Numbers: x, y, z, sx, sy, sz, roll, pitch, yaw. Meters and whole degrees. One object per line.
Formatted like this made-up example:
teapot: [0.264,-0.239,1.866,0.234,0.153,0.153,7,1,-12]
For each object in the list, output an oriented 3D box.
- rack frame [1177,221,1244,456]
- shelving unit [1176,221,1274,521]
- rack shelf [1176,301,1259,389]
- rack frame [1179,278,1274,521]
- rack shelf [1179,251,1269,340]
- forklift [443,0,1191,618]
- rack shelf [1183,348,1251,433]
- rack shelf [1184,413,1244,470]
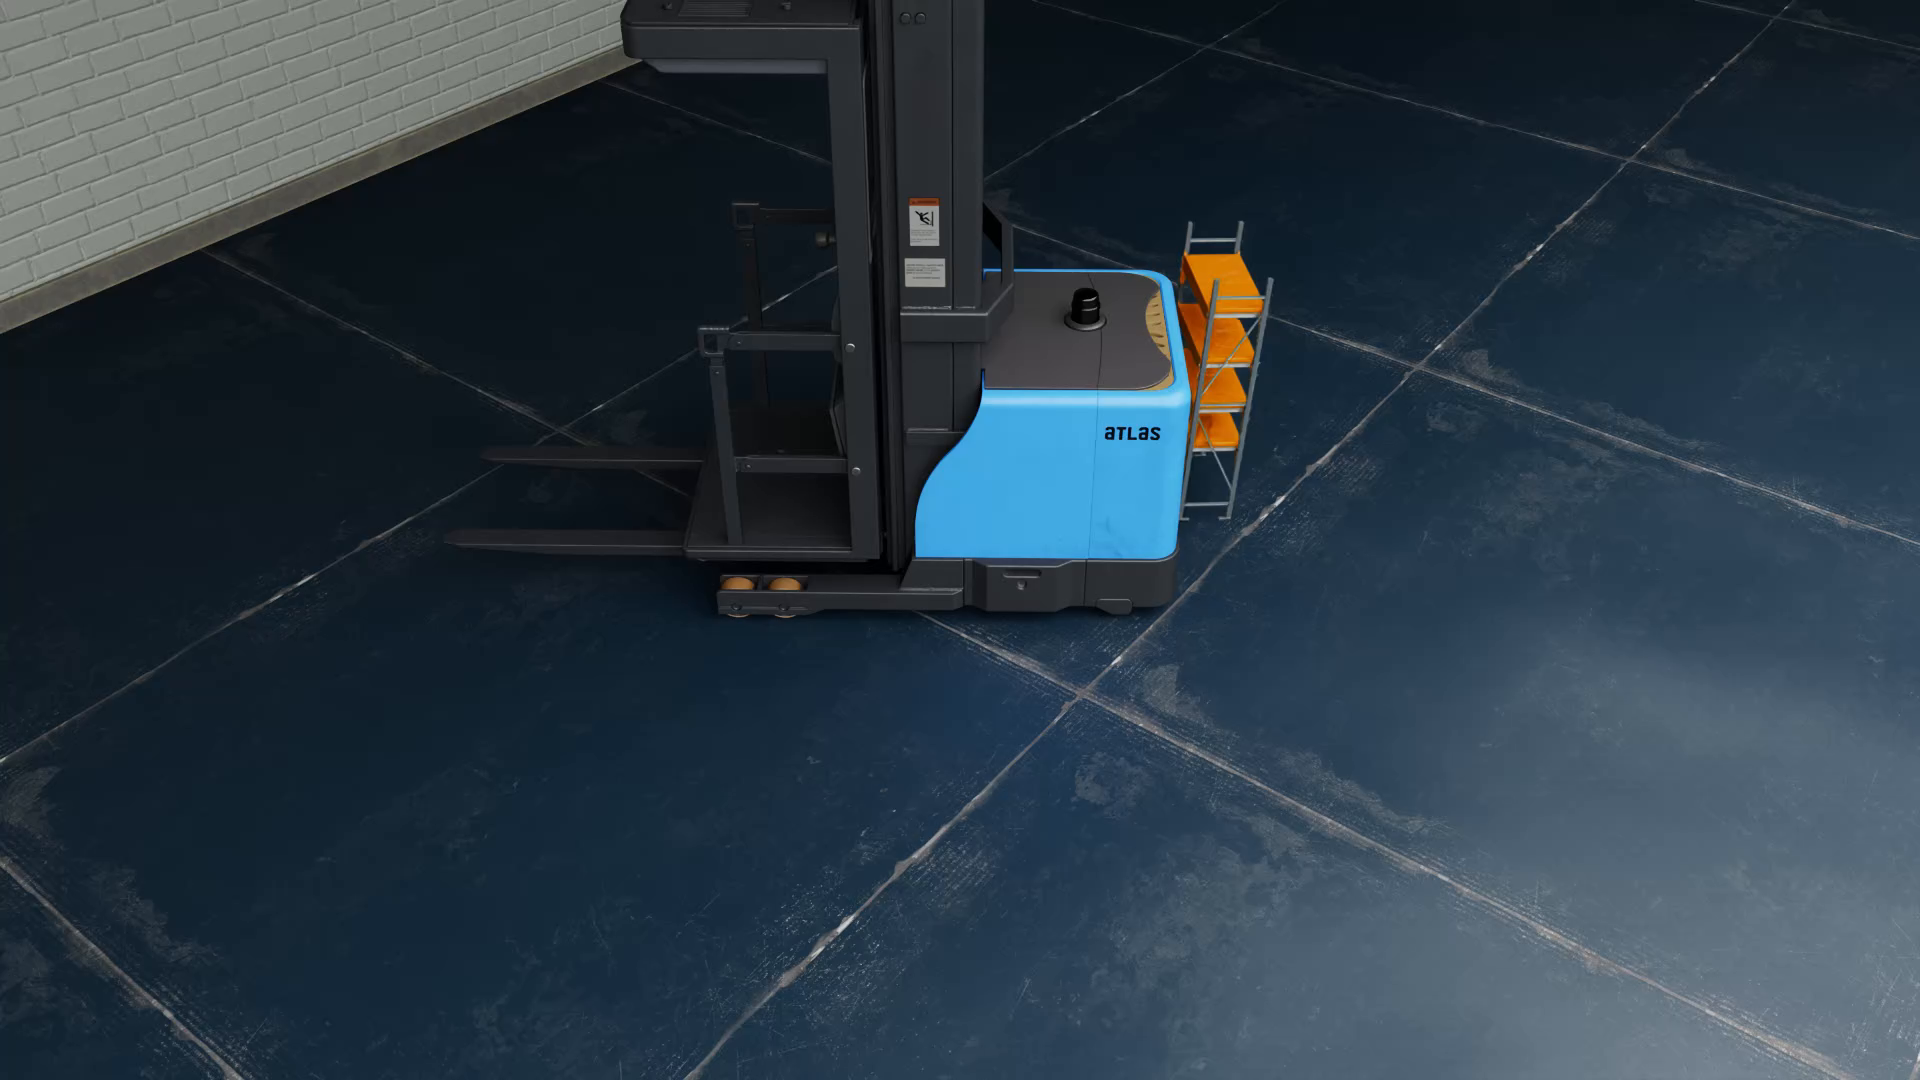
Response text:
rack frame: [1.051,-0.865,7.372,0.240,1.200,0.015,-2,38,-6]
shelving unit: [1.078,-0.715,7.181,0.258,1.200,0.503,-2,38,-6]
rack shelf: [1.085,-0.839,7.085,0.258,0.148,0.480,-2,38,-6]
rack frame: [1.104,-0.566,6.990,0.240,1.200,0.015,-2,38,-6]
rack shelf: [1.095,-1.025,6.940,0.258,0.148,0.480,-2,38,-6]
forklift: [-0.623,-1.160,6.354,3.031,2.935,1.130,1,38,1]
rack shelf: [1.075,-0.662,7.222,0.258,0.148,0.480,-2,38,-6]
rack shelf: [1.066,-0.505,7.344,0.258,0.148,0.480,-2,38,-6]
